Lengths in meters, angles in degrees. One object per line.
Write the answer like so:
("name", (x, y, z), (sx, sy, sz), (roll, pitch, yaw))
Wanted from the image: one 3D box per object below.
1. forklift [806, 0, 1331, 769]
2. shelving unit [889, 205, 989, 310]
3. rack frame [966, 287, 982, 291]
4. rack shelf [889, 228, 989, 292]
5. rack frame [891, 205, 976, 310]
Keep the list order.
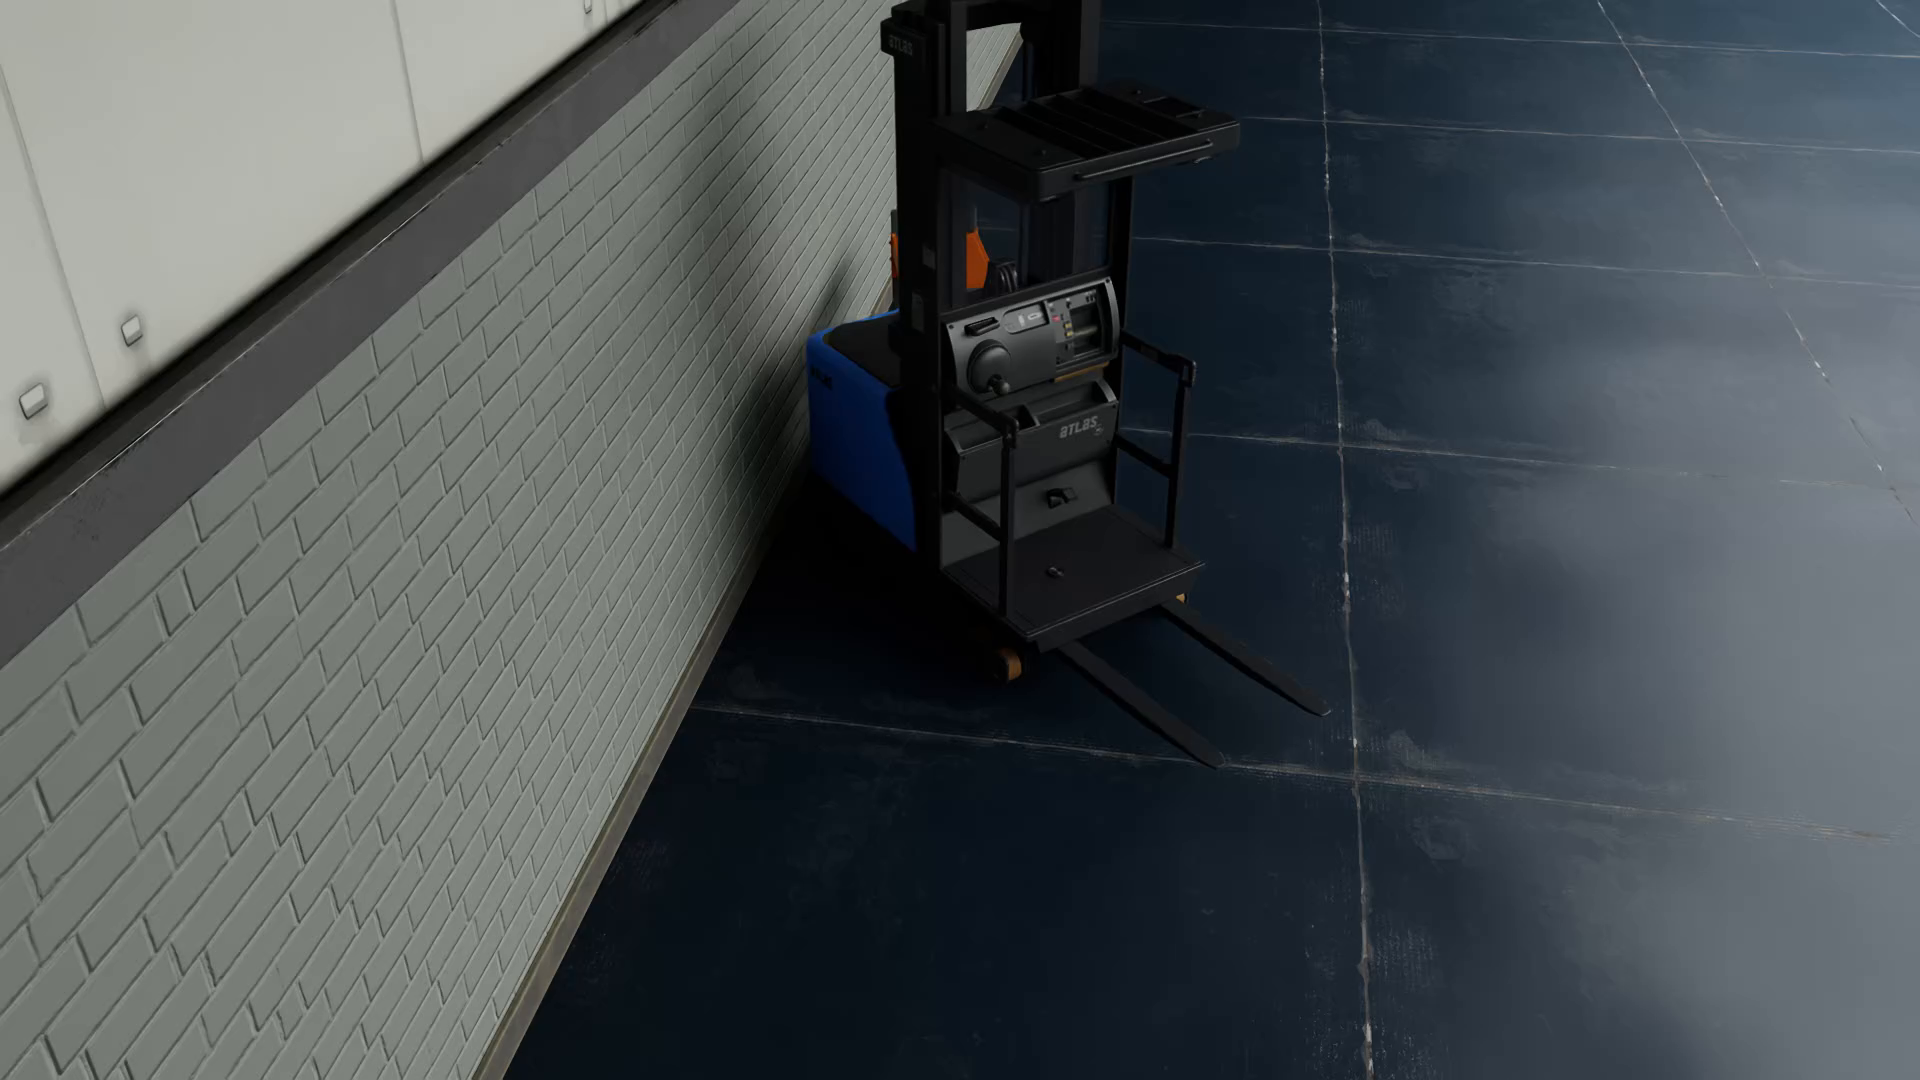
("forklift", (0.460, -0.875, 7.385), (1.130, 2.935, 3.031), (-20, 37, -29))
("shelving unit", (-0.076, -1.198, 9.604), (0.538, 1.125, 1.048), (-5, 32, -8))
("rack frame", (0.003, -0.932, 9.178), (0.500, 1.125, 0.032), (-5, 32, -8))
("rack shelf", (-0.076, -1.446, 9.448), (0.538, 0.278, 1.000), (-5, 32, -8))
("rack frame", (-0.156, -1.464, 10.029), (0.500, 1.125, 0.032), (-5, 32, -8))
